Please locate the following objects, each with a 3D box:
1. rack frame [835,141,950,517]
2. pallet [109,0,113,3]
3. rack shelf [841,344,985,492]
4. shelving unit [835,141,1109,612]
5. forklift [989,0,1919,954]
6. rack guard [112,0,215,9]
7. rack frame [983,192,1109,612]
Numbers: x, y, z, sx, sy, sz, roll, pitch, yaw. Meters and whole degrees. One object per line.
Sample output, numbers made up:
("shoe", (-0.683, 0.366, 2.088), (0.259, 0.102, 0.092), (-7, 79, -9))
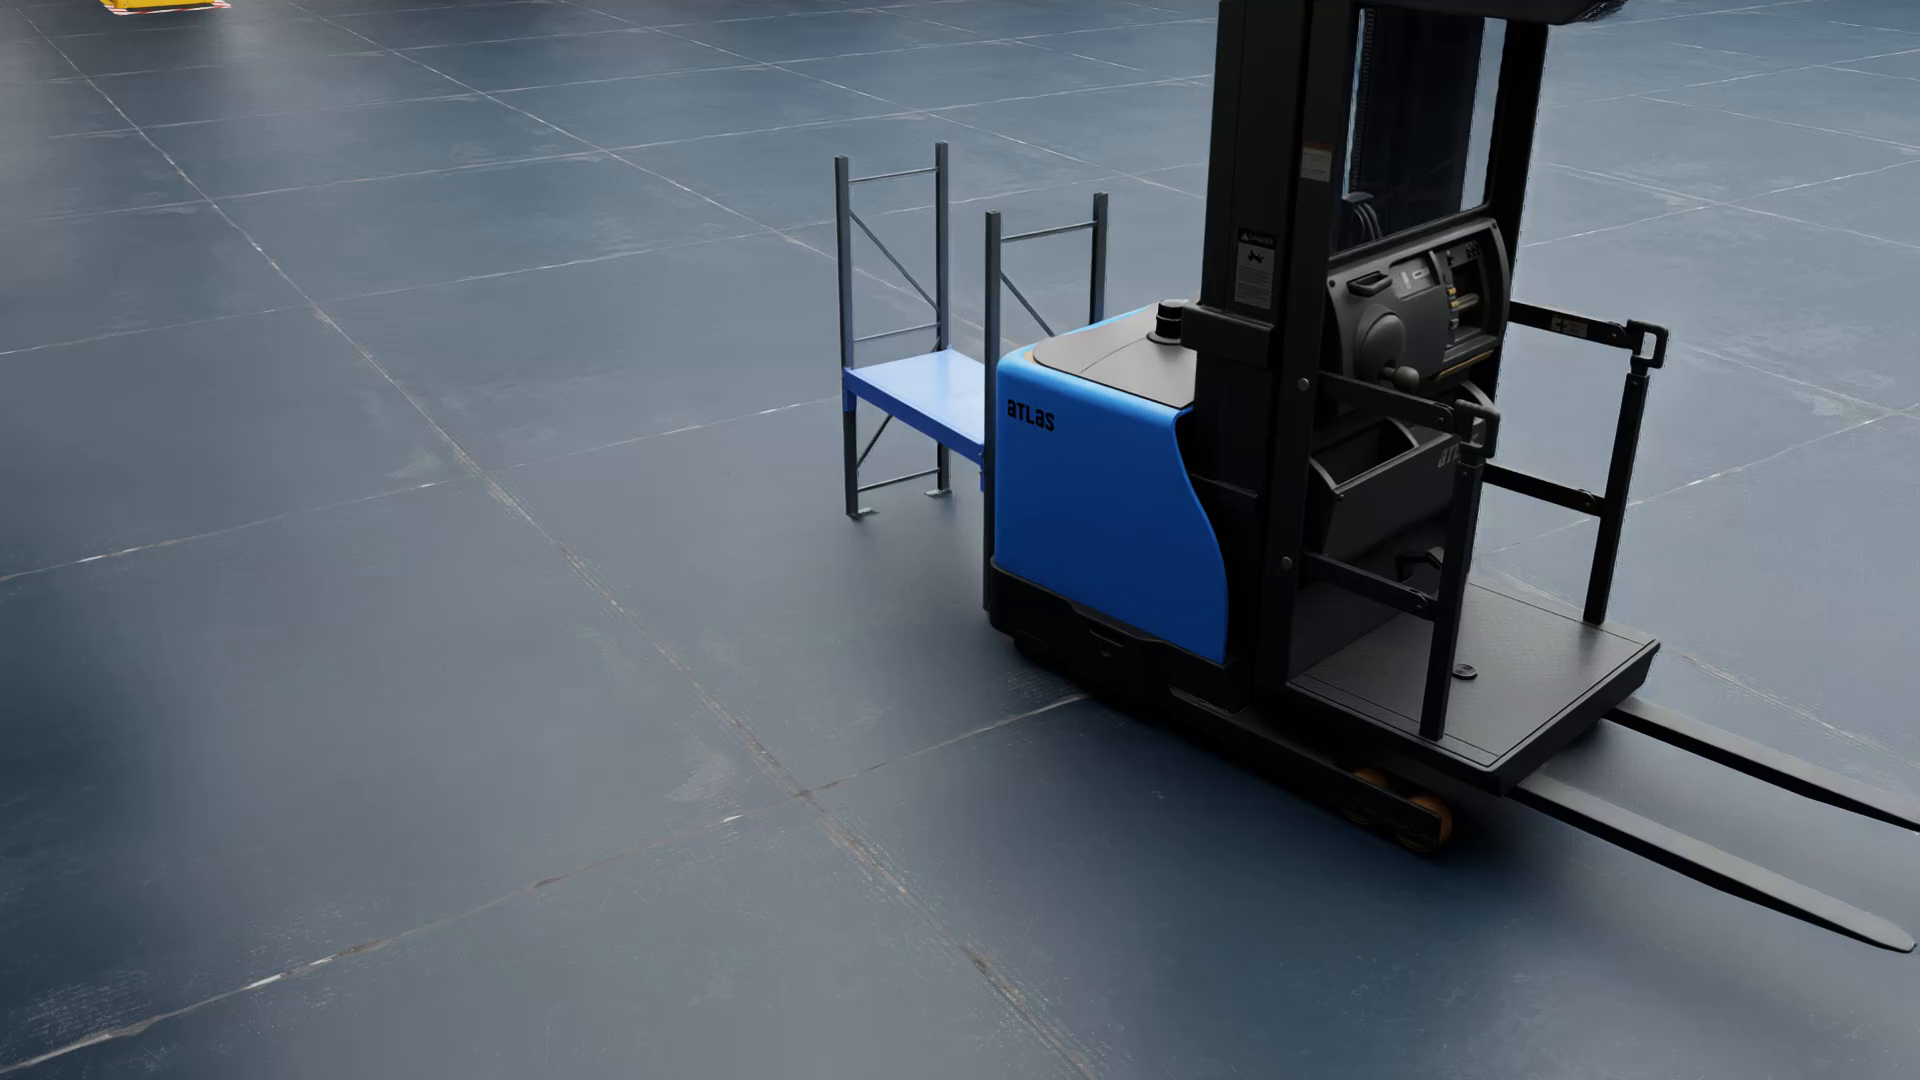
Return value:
("rack frame", (-0.261, -0.837, 6.766), (0.500, 1.500, 0.032), (-16, 30, -30))
("pallet", (-10.644, -7.226, 21.810), (1.003, 0.211, 1.213), (-16, 29, -30))
("rack shelf", (0.020, -0.494, 6.460), (0.538, 0.185, 1.000), (-16, 30, -30))
("shelving unit", (0.020, -0.656, 6.383), (0.538, 1.500, 1.048), (-16, 30, -30))
("forklift", (1.500, -0.670, 4.735), (1.130, 2.935, 3.031), (-23, 34, -40))
("rack guard", (-10.178, -7.085, 21.172), (1.175, 0.500, 0.348), (-16, 29, -30))
("rack frame", (0.302, -0.476, 6.000), (0.500, 1.500, 0.032), (-16, 30, -30))
